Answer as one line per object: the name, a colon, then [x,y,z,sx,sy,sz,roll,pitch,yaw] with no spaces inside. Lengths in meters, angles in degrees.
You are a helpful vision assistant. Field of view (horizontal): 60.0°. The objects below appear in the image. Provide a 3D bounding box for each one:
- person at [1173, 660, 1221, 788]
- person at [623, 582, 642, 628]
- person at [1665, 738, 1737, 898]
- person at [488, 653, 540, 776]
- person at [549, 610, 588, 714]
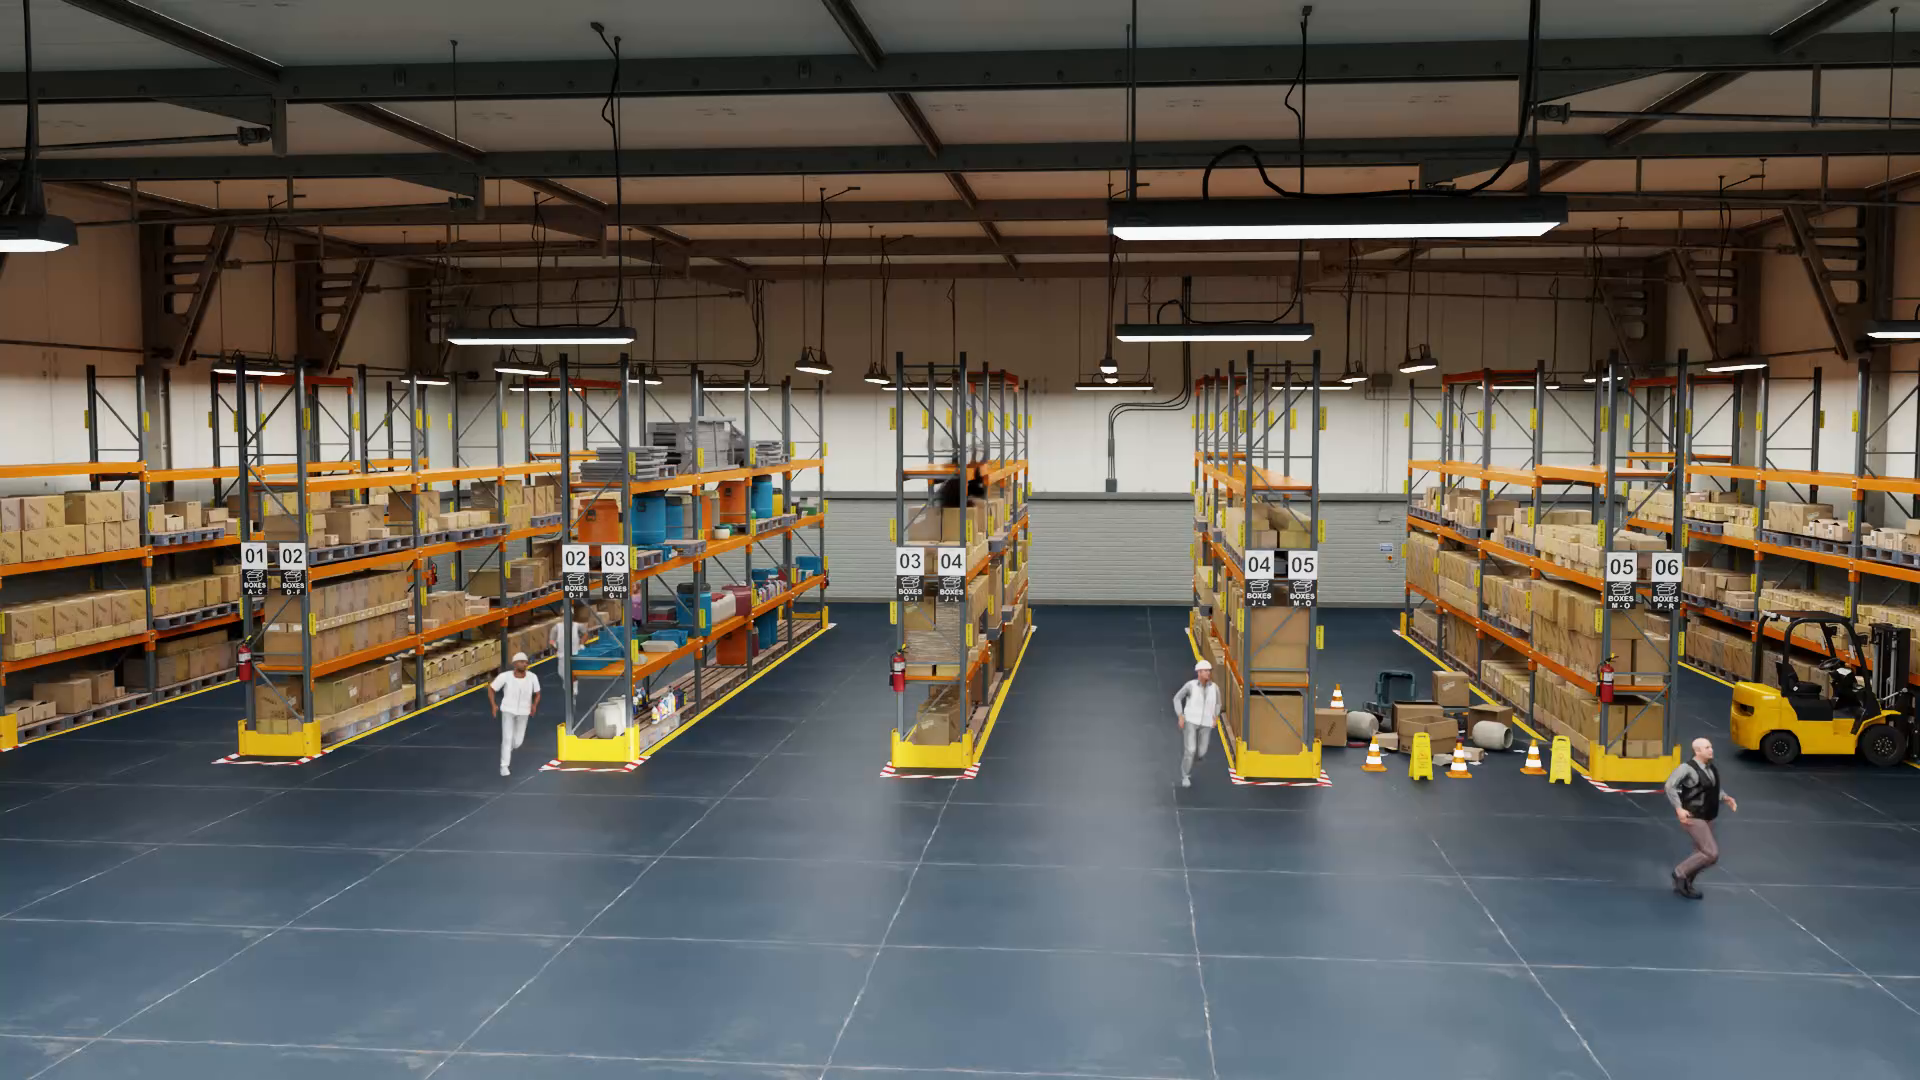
person: [3.295,2.521,23.050,0.700,1.711,0.648,-1,4,-10]
person: [-6.883,1.682,35.202,0.524,1.611,0.842,-1,4,-8]
person: [7.778,2.917,17.409,0.667,1.690,0.601,-3,5,-38]
person: [-6.373,2.465,23.838,0.745,1.711,0.641,-2,5,-27]
person: [-6.781,2.061,28.788,0.613,1.823,0.894,0,4,-4]
